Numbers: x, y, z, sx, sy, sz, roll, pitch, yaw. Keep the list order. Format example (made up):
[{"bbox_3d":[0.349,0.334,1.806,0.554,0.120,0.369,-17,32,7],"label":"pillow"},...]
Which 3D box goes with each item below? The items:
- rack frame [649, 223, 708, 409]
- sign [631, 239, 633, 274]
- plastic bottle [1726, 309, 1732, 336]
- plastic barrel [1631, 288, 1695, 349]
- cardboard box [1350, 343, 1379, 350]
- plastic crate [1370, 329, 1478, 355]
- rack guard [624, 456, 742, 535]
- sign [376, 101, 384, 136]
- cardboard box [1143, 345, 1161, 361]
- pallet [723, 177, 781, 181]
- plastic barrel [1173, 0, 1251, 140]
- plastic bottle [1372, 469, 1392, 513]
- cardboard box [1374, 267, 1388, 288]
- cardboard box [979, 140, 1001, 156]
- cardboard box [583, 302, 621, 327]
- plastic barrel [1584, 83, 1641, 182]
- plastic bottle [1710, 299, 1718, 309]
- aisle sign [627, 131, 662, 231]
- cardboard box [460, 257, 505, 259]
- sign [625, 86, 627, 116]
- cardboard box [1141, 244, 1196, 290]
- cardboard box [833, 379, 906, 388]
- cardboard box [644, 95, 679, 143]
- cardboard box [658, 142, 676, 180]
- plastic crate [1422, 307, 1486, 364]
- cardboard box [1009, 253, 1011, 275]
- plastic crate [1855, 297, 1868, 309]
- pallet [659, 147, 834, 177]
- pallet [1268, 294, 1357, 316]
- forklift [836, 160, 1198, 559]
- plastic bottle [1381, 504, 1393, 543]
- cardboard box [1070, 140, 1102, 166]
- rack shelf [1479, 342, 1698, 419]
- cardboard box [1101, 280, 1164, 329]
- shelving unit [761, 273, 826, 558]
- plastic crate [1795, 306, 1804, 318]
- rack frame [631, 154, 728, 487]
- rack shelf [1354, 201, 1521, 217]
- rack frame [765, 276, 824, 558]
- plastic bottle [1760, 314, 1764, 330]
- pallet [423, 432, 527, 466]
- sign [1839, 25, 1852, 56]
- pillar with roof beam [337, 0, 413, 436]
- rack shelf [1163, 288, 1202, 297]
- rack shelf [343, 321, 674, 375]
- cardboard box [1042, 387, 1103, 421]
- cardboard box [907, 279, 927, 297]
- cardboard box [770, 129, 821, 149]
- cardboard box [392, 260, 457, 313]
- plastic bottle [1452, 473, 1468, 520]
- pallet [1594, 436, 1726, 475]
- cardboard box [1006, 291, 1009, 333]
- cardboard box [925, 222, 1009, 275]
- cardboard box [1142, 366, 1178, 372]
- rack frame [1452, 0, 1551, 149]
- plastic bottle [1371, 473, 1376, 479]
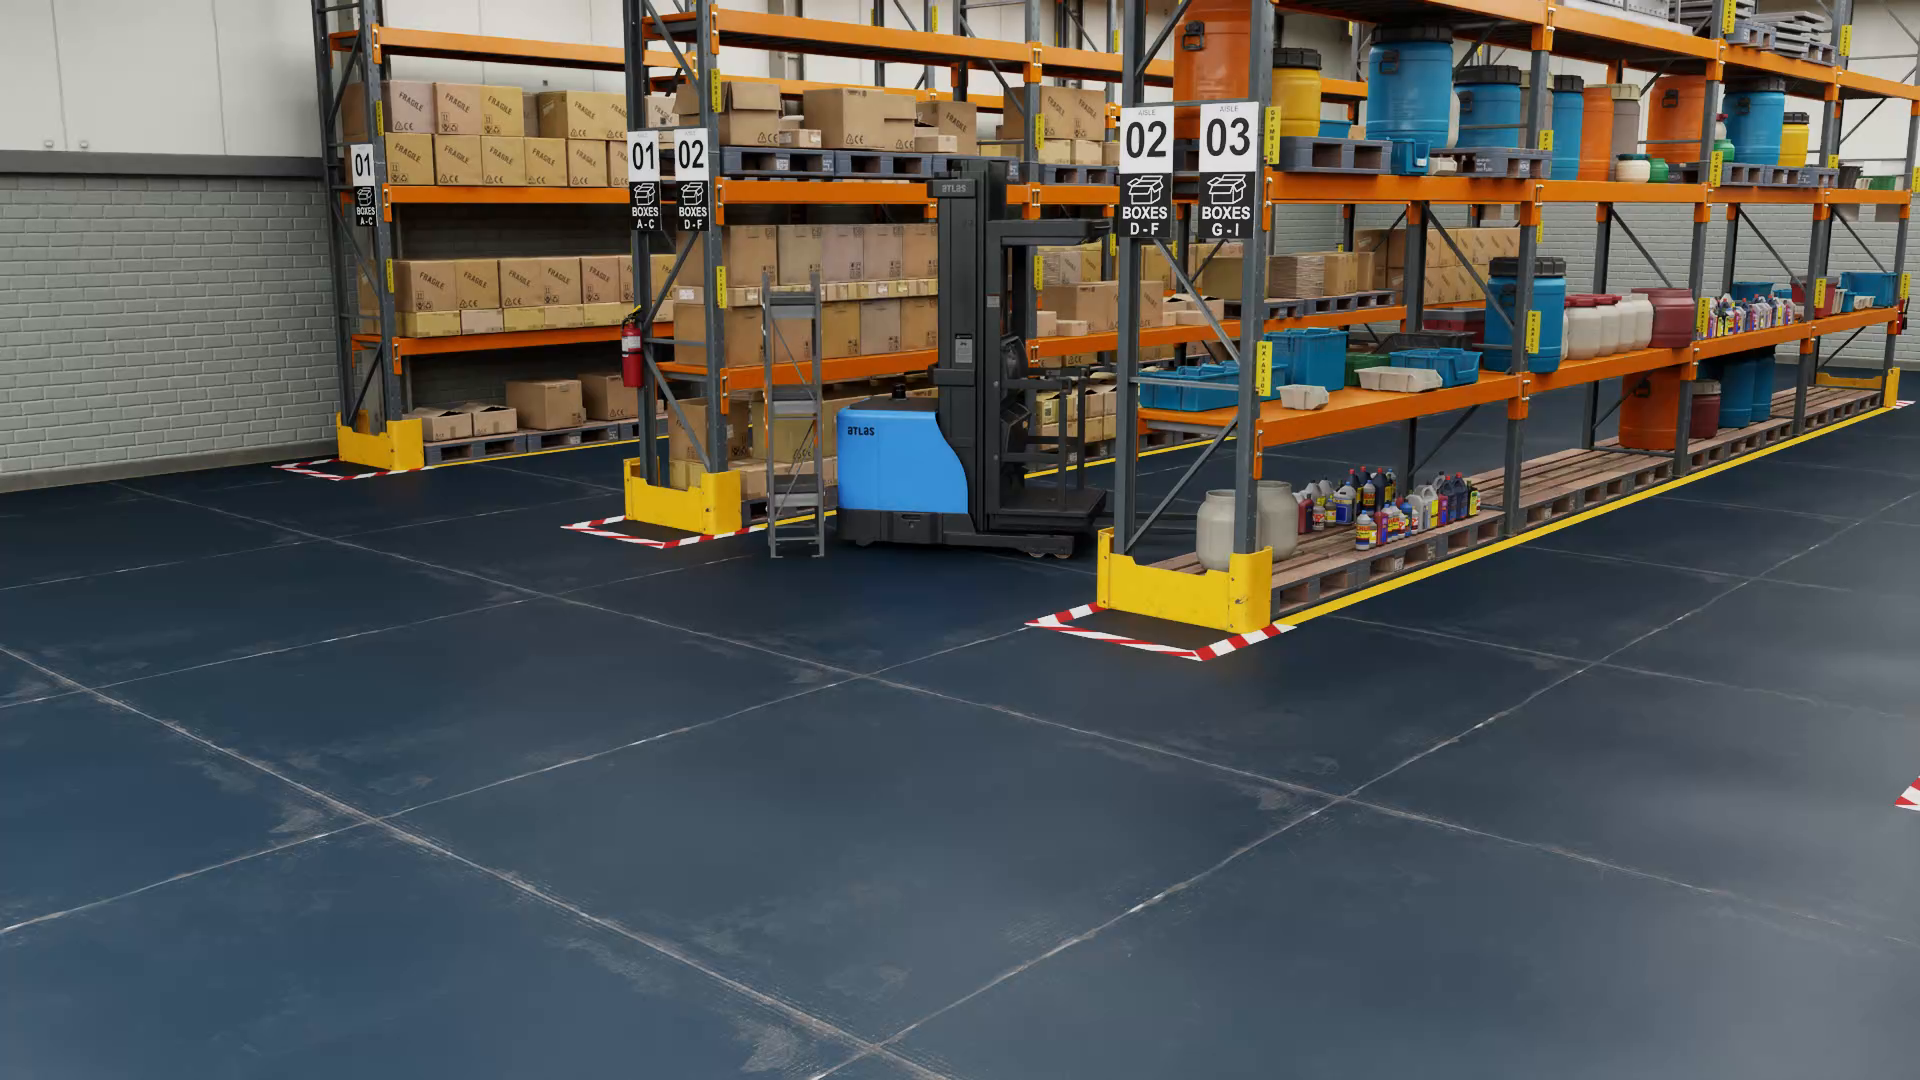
[{"bbox_3d":[-3.382,-2.838,19.760,1.000,3.000,0.127,10,15,40],"label":"rack frame"},{"bbox_3d":[-2.698,-2.365,13.834,0.100,0.325,0.005,10,15,40],"label":"sign"},{"bbox_3d":[7.871,-2.239,17.092,0.097,0.271,0.097,0,11,0],"label":"plastic bottle"},{"bbox_3d":[6.621,-2.104,15.742,0.600,0.536,0.708,10,15,40],"label":"plastic barrel"},{"bbox_3d":[5.785,-2.485,23.254,0.500,0.500,0.500,10,15,40],"label":"cardboard box"},{"bbox_3d":[3.619,-1.466,13.049,0.767,0.338,0.504,10,15,40],"label":"plastic crate"},{"bbox_3d":[-2.315,-0.380,13.837,1.175,0.500,0.348,10,15,40],"label":"rack guard"},{"bbox_3d":[-5.615,-4.079,16.083,0.100,0.325,0.005,10,15,40],"label":"sign"},{"bbox_3d":[2.803,-3.165,26.709,0.700,0.500,0.500,10,15,40],"label":"cardboard box"},{"bbox_3d":[-2.895,-4.293,19.870,1.213,0.211,1.003,10,15,40],"label":"pallet"},{"bbox_3d":[1.645,-2.944,10.463,0.600,0.830,0.708,10,15,40],"label":"plastic barrel"},{"bbox_3d":[3.323,-0.390,13.144,0.144,0.351,0.185,10,15,40],"label":"plastic bottle"},{"bbox_3d":[5.759,-3.530,22.973,0.500,0.500,0.500,10,15,41],"label":"cardboard box"},{"bbox_3d":[0.221,-5.405,23.577,0.700,0.500,0.500,11,16,43],"label":"cardboard box"},{"bbox_3d":[-4.123,-2.517,18.485,0.500,0.250,0.500,10,15,40],"label":"cardboard box"},{"bbox_3d":[5.995,-3.769,15.486,0.600,0.901,0.600,0,11,0],"label":"plastic barrel"},{"bbox_3d":[8.507,-2.600,18.888,0.152,0.276,0.135,10,15,40],"label":"plastic bottle"},{"bbox_3d":[-2.563,-2.912,13.496,0.394,0.787,0.004,10,15,40],"label":"aisle sign"},{"bbox_3d":[-5.193,-2.799,17.985,0.500,0.500,0.500,9,15,39],"label":"cardboard box"},{"bbox_3d":[-2.698,-3.548,13.598,0.100,0.325,0.005,10,15,40],"label":"sign"},{"bbox_3d":[3.228,-4.454,27.089,0.980,0.700,0.700,9,14,38],"label":"cardboard box"},{"bbox_3d":[-0.860,-1.248,15.835,0.500,0.500,0.500,10,15,40],"label":"cardboard box"},{"bbox_3d":[-3.509,-4.749,18.812,0.500,0.500,0.500,8,14,36],"label":"cardboard box"},{"bbox_3d":[-3.532,-4.261,18.920,0.500,0.500,0.500,10,15,42],"label":"cardboard box"},{"bbox_3d":[4.149,-1.699,13.895,0.402,0.464,0.583,10,15,40],"label":"plastic crate"},{"bbox_3d":[0.452,-3.818,23.602,0.500,0.500,0.500,10,15,40],"label":"cardboard box"},{"bbox_3d":[11.377,-3.038,21.284,0.396,0.136,0.243,10,15,40],"label":"plastic crate"},{"bbox_3d":[-1.813,-3.137,13.828,1.003,0.211,1.213,10,15,40],"label":"pallet"},{"bbox_3d":[4.262,-2.979,20.957,1.003,0.211,1.213,10,15,40],"label":"pallet"},{"bbox_3d":[0.609,-1.411,12.795,3.031,2.935,1.130,2,12,12],"label":"forklift"},{"bbox_3d":[3.076,-0.123,12.011,0.097,0.271,0.097,0,11,0],"label":"plastic bottle"},{"bbox_3d":[1.116,-3.972,17.090,0.500,0.250,0.500,8,14,35],"label":"cardboard box"},{"bbox_3d":[5.380,-1.498,14.890,1.077,0.370,4.000,10,15,40],"label":"rack shelf"},{"bbox_3d":[1.886,-2.586,18.246,0.500,0.500,0.500,9,14,37],"label":"cardboard box"},{"bbox_3d":[-1.263,-0.946,12.586,0.431,2.100,0.503,-2,11,-9],"label":"shelving unit"},{"bbox_3d":[9.755,-2.684,19.510,0.396,0.136,0.243,10,15,40],"label":"plastic crate"},{"bbox_3d":[-2.299,-1.609,13.609,1.000,3.000,0.127,10,15,40],"label":"rack frame"},{"bbox_3d":[6.942,-4.787,23.699,1.077,0.370,4.000,10,15,40],"label":"rack shelf"},{"bbox_3d":[-1.225,-0.899,12.350,0.400,2.100,0.015,-2,11,-9],"label":"rack frame"},{"bbox_3d":[8.604,-2.368,17.917,0.097,0.201,0.097,0,11,0],"label":"plastic bottle"},{"bbox_3d":[-5.410,-1.008,17.718,1.003,0.211,1.213,10,15,40],"label":"pallet"},{"bbox_3d":[9.753,-5.502,18.315,0.100,0.325,0.005,10,15,40],"label":"sign"},{"bbox_3d":[-2.977,-4.849,14.515,9.100,9.000,0.400,10,15,40],"label":"pillar with roof beam"},{"bbox_3d":[3.219,-3.956,27.196,1.077,0.370,4.000,10,15,40],"label":"rack shelf"},{"bbox_3d":[-4.702,-2.191,18.357,1.077,0.370,4.000,10,15,40],"label":"rack shelf"},{"bbox_3d":[1.136,-1.432,17.238,0.500,0.311,0.500,10,15,40],"label":"cardboard box"},{"bbox_3d":[-0.517,-2.310,15.209,0.380,0.149,0.250,10,15,42],"label":"cardboard box"},{"bbox_3d":[-1.390,-3.382,14.038,0.380,0.149,0.250,10,15,40],"label":"cardboard box"},{"bbox_3d":[-5.482,-2.584,16.910,0.500,0.500,0.500,10,15,40],"label":"cardboard box"},{"bbox_3d":[3.851,-0.341,12.902,0.144,0.351,0.185,9,15,39],"label":"plastic bottle"},{"bbox_3d":[7.189,-0.899,17.174,1.003,0.211,1.213,10,15,40],"label":"pallet"},{"bbox_3d":[0.053,-2.181,16.215,0.700,0.500,0.500,9,15,39],"label":"cardboard box"},{"bbox_3d":[0.053,-2.817,16.088,0.700,0.500,0.500,10,15,41],"label":"cardboard box"},{"bbox_3d":[2.415,-1.880,19.480,0.500,0.311,0.500,10,15,42],"label":"cardboard box"},{"bbox_3d":[4.060,-4.499,12.759,1.000,3.000,0.127,10,15,40],"label":"rack frame"},{"bbox_3d":[3.327,-0.395,13.364,0.152,0.276,0.135,10,15,42],"label":"plastic bottle"}]
